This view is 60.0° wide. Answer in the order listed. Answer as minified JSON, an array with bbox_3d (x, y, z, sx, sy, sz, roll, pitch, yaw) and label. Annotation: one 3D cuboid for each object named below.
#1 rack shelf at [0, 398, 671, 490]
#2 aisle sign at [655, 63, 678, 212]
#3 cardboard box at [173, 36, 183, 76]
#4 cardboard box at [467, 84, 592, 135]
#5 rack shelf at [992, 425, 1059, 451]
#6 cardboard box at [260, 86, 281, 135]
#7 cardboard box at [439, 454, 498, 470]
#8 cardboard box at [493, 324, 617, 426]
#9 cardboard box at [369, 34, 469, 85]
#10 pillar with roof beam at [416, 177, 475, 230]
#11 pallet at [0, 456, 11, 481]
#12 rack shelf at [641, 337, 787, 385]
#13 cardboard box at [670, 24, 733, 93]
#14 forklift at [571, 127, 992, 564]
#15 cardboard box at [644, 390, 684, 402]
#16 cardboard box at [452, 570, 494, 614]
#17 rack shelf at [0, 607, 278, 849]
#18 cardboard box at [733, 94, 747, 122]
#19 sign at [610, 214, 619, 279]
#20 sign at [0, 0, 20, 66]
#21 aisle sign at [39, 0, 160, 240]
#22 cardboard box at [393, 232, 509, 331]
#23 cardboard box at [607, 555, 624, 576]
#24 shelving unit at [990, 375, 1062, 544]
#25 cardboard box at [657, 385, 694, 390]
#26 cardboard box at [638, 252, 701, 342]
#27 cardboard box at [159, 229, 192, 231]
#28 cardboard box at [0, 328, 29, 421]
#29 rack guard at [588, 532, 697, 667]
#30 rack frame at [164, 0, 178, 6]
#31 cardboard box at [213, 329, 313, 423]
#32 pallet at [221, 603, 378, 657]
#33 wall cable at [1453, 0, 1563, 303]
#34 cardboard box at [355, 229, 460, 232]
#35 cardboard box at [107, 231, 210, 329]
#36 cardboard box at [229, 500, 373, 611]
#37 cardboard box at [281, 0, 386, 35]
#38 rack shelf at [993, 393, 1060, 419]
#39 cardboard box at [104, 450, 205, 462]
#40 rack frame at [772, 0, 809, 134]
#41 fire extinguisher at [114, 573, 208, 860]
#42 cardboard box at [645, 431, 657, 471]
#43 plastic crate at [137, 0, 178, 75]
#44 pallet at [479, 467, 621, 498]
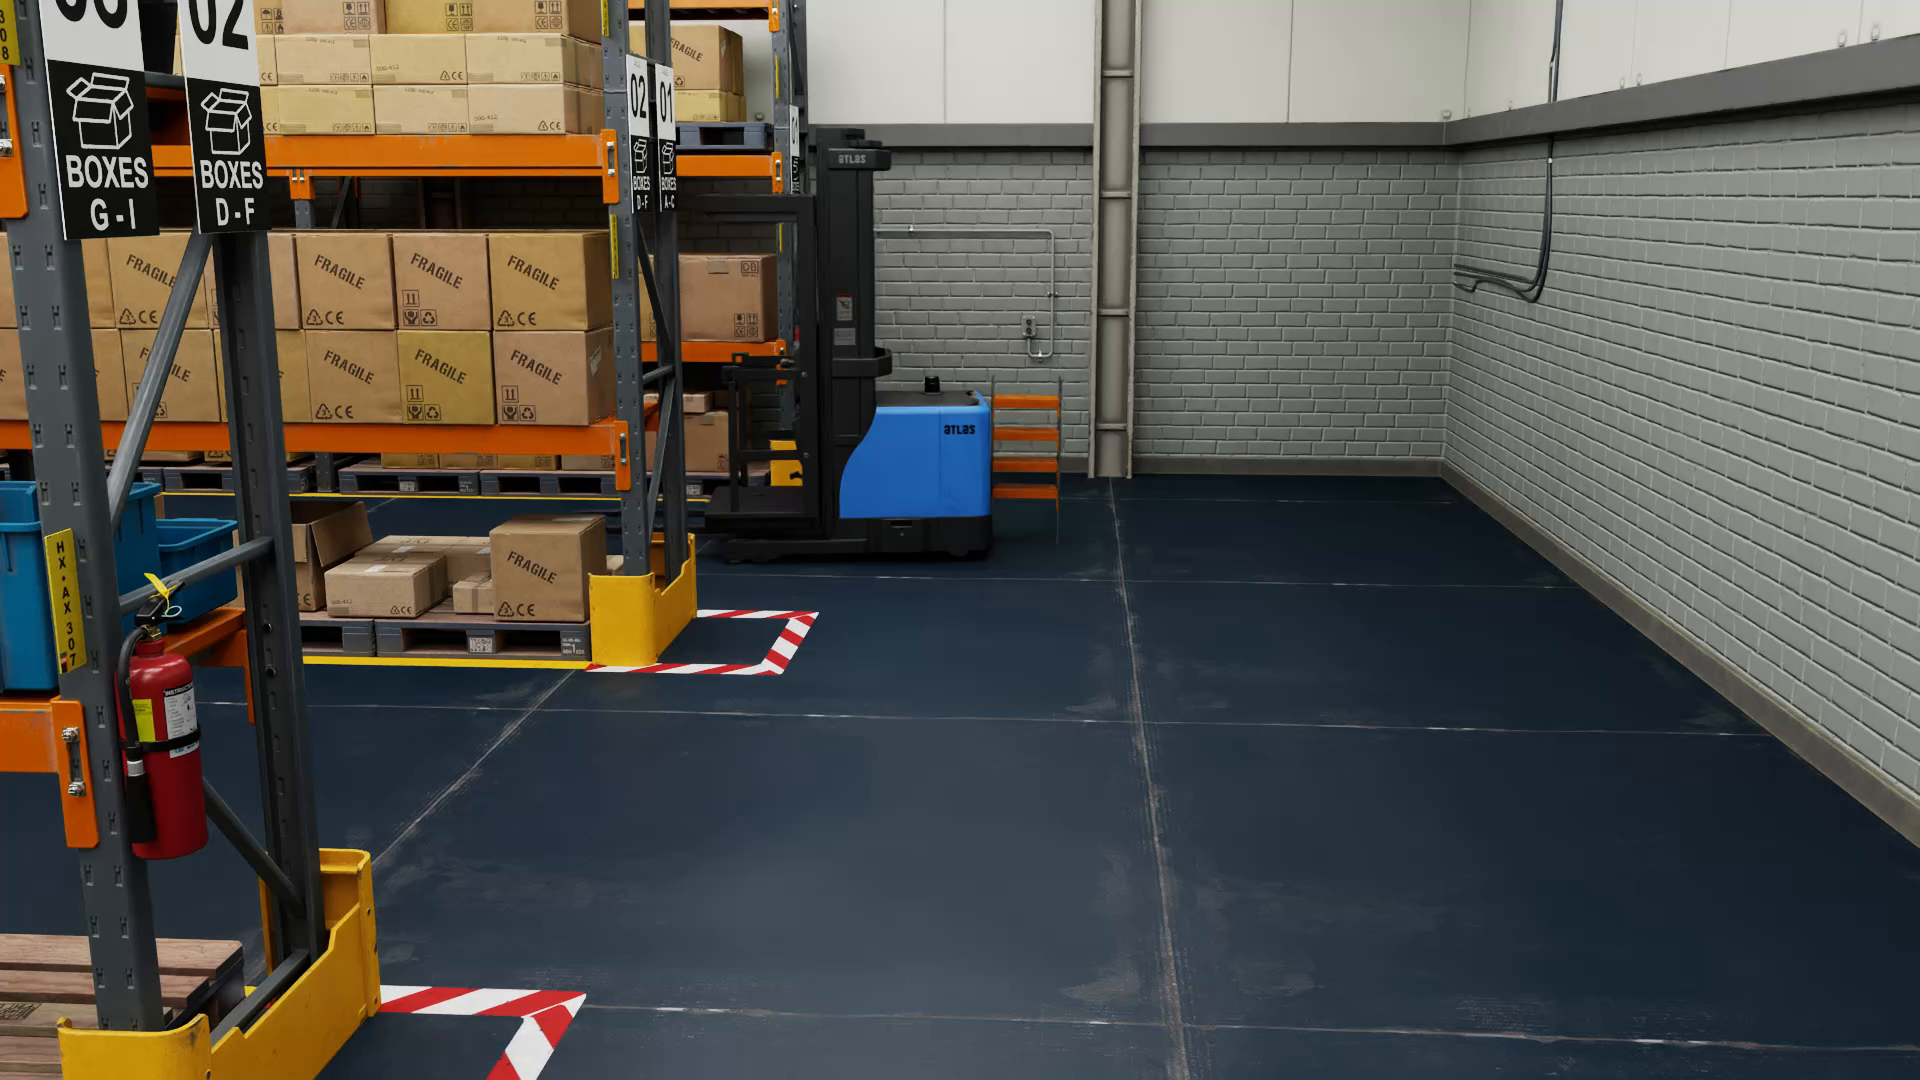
[{"bbox_3d":[-3.717,-0.577,9.460,4.000,0.370,1.077,1,12,4],"label":"rack shelf"},{"bbox_3d":[-1.634,-2.234,9.271,0.004,0.787,0.394,1,12,4],"label":"aisle sign"},{"bbox_3d":[-4.247,-2.523,8.824,0.500,0.250,0.500,1,12,4],"label":"cardboard box"},{"bbox_3d":[-2.251,-2.250,8.740,0.500,0.250,0.500,1,12,4],"label":"cardboard box"},{"bbox_3d":[0.477,-0.740,12.099,0.480,0.148,0.258,1,12,1],"label":"rack shelf"},{"bbox_3d":[-3.747,-2.274,8.851,0.500,0.250,0.500,1,12,4],"label":"cardboard box"},{"bbox_3d":[-4.145,-0.912,14.383,0.500,0.500,0.700,1,12,3],"label":"cardboard box"},{"bbox_3d":[-2.186,-0.902,9.008,0.500,0.500,0.500,1,12,5],"label":"cardboard box"},{"bbox_3d":[-2.750,-2.503,8.729,0.500,0.250,0.500,1,12,4],"label":"cardboard box"},{"bbox_3d":[-4.916,-4.193,10.335,0.400,9.000,9.100,1,12,4],"label":"pillar with roof beam"},{"bbox_3d":[-8.594,-0.633,14.777,1.213,0.211,1.003,1,12,4],"label":"pallet"},{"bbox_3d":[-3.389,-1.590,14.298,4.000,0.370,1.077,1,12,4],"label":"rack shelf"},{"bbox_3d":[-2.142,-3.885,13.453,0.500,0.500,0.500,1,12,4],"label":"cardboard box"},{"bbox_3d":[-1.314,-1.381,11.710,3.031,2.935,1.130,-1,12,-4],"label":"forklift"},{"bbox_3d":[-2.494,-1.171,14.034,0.250,0.149,0.380,1,12,5],"label":"cardboard box"},{"bbox_3d":[-2.678,0.288,9.410,0.250,0.166,0.380,1,12,4],"label":"cardboard box"},{"bbox_3d":[-4.052,0.434,4.622,4.000,0.370,1.077,1,12,4],"label":"rack shelf"},{"bbox_3d":[-2.106,-3.624,14.036,0.500,0.250,0.500,1,12,7],"label":"cardboard box"},{"bbox_3d":[-1.778,-1.511,8.564,0.005,0.325,0.100,1,12,4],"label":"sign"},{"bbox_3d":[-2.077,-1.195,3.583,0.005,0.325,0.100,1,12,4],"label":"sign"},{"bbox_3d":[-2.004,-1.102,3.861,0.004,0.787,0.394,1,12,4],"label":"aisle sign"},{"bbox_3d":[-2.688,-1.397,8.935,0.500,0.500,0.500,1,12,5],"label":"cardboard box"},{"bbox_3d":[-2.116,0.202,9.865,0.250,0.149,0.380,1,12,4],"label":"cardboard box"},{"bbox_3d":[0.475,-0.587,12.131,0.503,1.200,0.258,1,12,1],"label":"shelving unit"},{"bbox_3d":[-2.466,-1.249,14.407,0.250,0.149,0.380,1,12,4],"label":"cardboard box"},{"bbox_3d":[-2.630,-2.074,14.123,0.700,0.700,0.980,1,12,3],"label":"cardboard box"},{"bbox_3d":[-4.679,-1.535,9.593,0.500,0.500,0.500,1,12,3],"label":"cardboard box"},{"bbox_3d":[-5.222,-0.943,9.207,0.500,0.500,0.500,1,12,5],"label":"cardboard box"},{"bbox_3d":[-1.797,0.320,9.516,0.348,0.500,1.175,1,12,4],"label":"rack guard"},{"bbox_3d":[-2.056,-2.827,3.804,0.127,3.000,1.000,1,12,4],"label":"rack frame"},{"bbox_3d":[-3.704,-0.923,9.110,0.500,0.500,0.500,1,12,3],"label":"cardboard box"},{"bbox_3d":[-3.807,0.434,9.679,1.213,0.211,1.003,1,12,4],"label":"pallet"},{"bbox_3d":[4.225,-3.180,13.078,0.112,2.526,3.097,1,12,4],"label":"wall cable"},{"bbox_3d":[-3.167,-1.514,9.493,0.500,0.500,0.500,1,12,5],"label":"cardboard box"},{"bbox_3d":[-4.233,-1.417,9.031,0.500,0.500,0.500,0,12,2],"label":"cardboard box"},{"bbox_3d":[-3.837,0.074,9.610,0.637,0.503,0.797,1,12,4],"label":"cardboard box"},{"bbox_3d":[-3.234,-2.922,8.897,0.500,0.500,0.700,1,12,4],"label":"cardboard box"},{"bbox_3d":[0.479,-0.972,12.051,0.480,0.148,0.258,1,12,1],"label":"rack shelf"},{"bbox_3d":[-6.929,-1.116,14.503,0.750,0.750,0.750,1,12,5],"label":"cardboard box"},{"bbox_3d":[-1.394,-4.851,13.479,0.127,3.000,1.000,1,12,4],"label":"rack frame"},{"bbox_3d":[-1.936,0.425,4.010,0.183,0.674,0.296,1,12,4],"label":"fire extinguisher"},{"bbox_3d":[-2.598,-0.892,14.287,0.500,0.500,0.700,1,12,4],"label":"cardboard box"},{"bbox_3d":[-2.422,-1.357,4.421,0.590,0.269,0.497,1,12,4],"label":"plastic crate"},{"bbox_3d":[-3.411,-0.562,14.437,1.213,0.211,1.003,1,12,4],"label":"pallet"}]
